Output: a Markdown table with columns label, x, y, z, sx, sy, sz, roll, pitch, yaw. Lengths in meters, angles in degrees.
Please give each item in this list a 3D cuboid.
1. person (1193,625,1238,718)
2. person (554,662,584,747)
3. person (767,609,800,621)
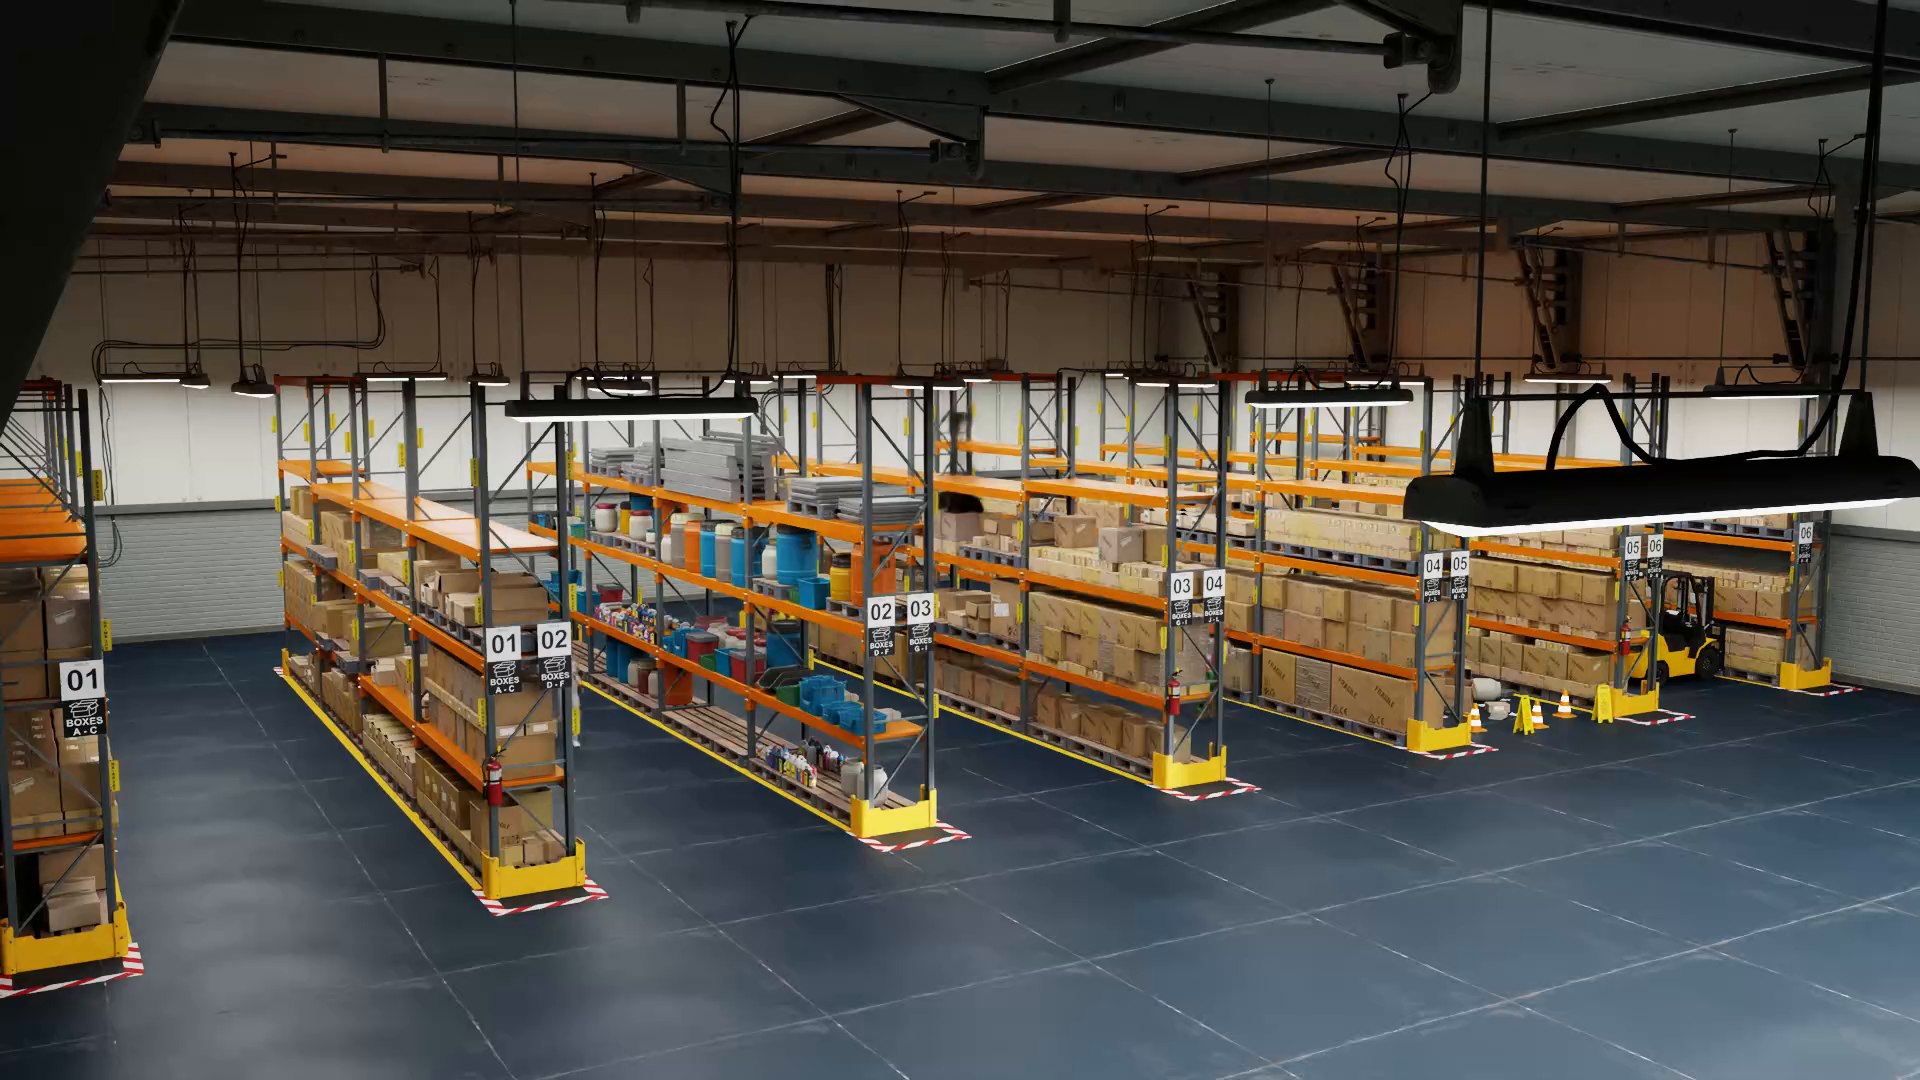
| label | x | y | z | sx | sy | sz | roll | pitch | yaw |
| --- | --- | --- | --- | --- | --- | --- | --- | --- | --- |
| person | 4.438 | 2.292 | 28.984 | 0.845 | 1.681 | 0.645 | 6 | 9 | 45 |
| person | -6.440 | 2.544 | 27.227 | 0.573 | 1.628 | 0.758 | -6 | 8 | -42 |
| person | -3.608 | 1.840 | 34.044 | 0.709 | 1.603 | 1.109 | -3 | 7 | -24 |
